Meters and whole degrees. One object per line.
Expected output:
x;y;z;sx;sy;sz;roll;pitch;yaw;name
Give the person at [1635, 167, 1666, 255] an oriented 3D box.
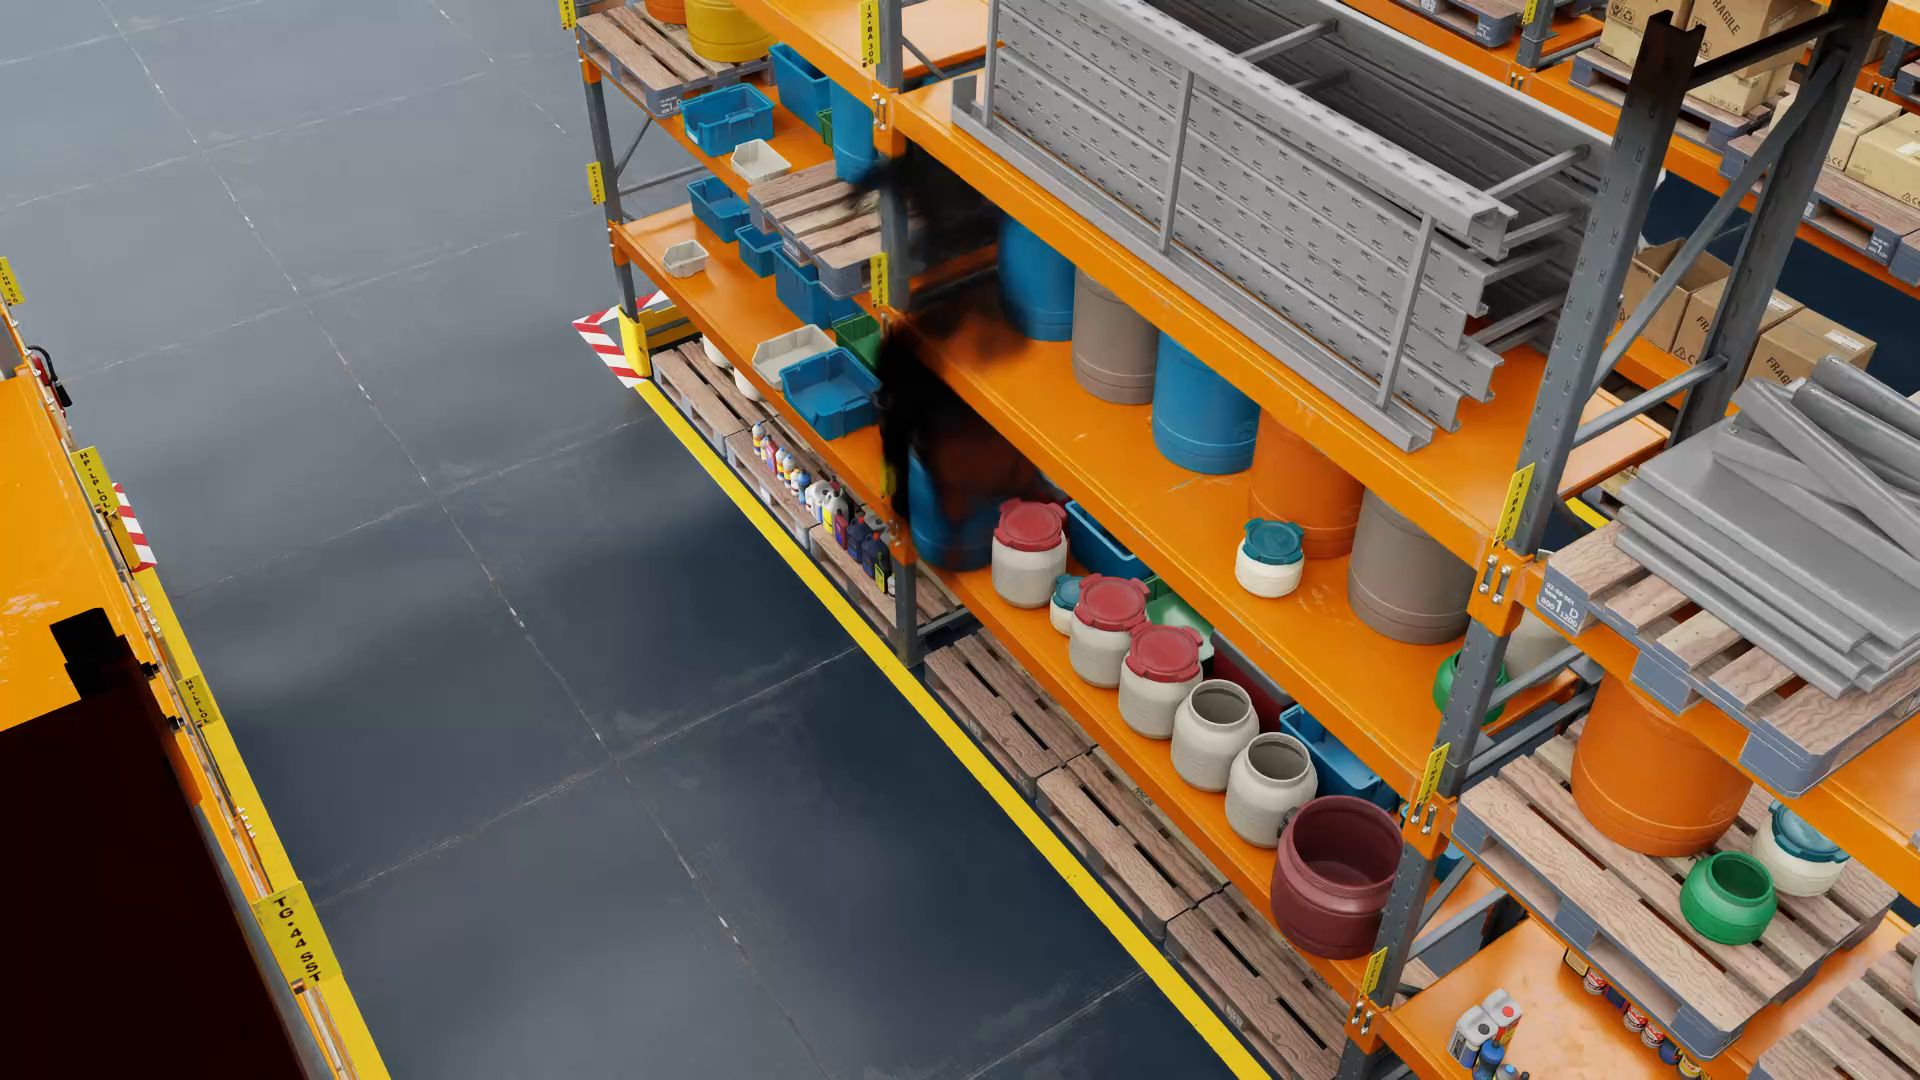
5.582;-2.956;13.665;0.888;1.777;0.669;33;52;31;person
